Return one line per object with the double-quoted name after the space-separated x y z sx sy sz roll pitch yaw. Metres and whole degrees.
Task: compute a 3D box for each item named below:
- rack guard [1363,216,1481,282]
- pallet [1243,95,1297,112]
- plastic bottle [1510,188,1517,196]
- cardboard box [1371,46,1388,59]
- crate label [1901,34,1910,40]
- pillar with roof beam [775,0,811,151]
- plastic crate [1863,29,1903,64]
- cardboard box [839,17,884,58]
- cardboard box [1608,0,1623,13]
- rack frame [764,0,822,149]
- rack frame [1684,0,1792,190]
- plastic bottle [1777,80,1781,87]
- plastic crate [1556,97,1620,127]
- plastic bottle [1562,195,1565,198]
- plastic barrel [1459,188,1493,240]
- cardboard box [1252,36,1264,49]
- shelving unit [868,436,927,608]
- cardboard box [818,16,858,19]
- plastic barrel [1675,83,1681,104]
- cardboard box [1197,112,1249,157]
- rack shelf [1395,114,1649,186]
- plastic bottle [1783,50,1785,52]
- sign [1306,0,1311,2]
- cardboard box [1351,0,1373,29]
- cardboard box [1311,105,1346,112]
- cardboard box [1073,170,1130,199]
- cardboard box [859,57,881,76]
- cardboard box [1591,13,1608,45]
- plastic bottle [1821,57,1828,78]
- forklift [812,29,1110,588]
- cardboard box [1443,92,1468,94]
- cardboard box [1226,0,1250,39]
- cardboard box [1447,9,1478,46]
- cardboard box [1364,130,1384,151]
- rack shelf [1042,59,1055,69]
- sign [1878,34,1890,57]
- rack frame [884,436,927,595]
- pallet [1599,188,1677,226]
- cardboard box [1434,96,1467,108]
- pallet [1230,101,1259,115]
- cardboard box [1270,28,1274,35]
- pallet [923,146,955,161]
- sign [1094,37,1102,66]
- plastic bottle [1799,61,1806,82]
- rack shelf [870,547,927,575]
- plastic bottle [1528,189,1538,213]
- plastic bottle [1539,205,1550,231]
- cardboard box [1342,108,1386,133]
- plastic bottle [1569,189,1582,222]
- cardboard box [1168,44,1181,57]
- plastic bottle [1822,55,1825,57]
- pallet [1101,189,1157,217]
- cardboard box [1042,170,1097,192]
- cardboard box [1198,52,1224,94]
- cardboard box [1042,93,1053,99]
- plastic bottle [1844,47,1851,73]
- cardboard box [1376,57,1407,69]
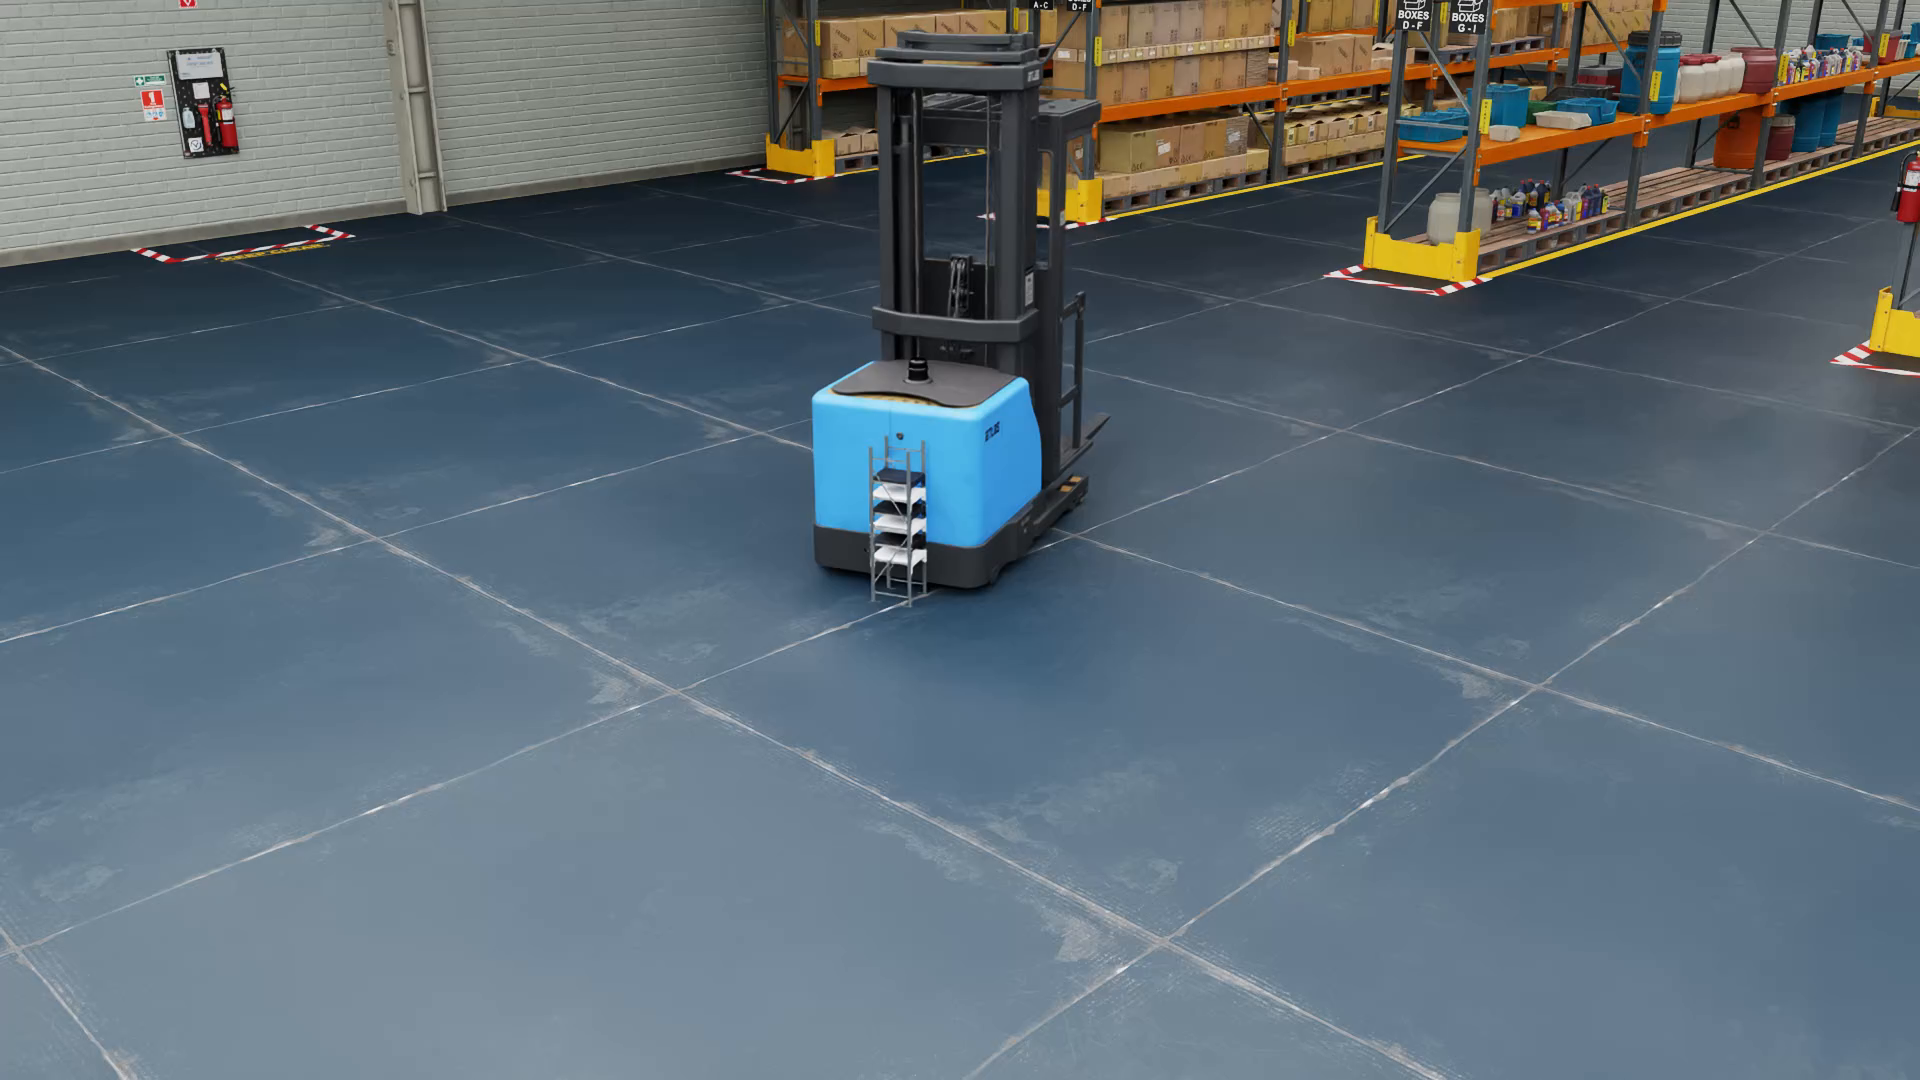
4.785 -3.032 17.266 1.175 0.500 0.348 19 28 41 "rack guard"
5.554 -8.213 31.148 1.003 0.211 1.213 19 28 41 "pallet"
6.419 -3.949 19.340 0.133 0.283 0.061 -19 28 -40 "plastic bottle"
6.037 -7.241 24.858 0.500 0.311 0.500 19 28 40 "cardboard box"
15.519 -8.249 27.505 0.416 0.233 0.303 19 28 41 "crate label"
0.620 -8.766 20.339 9.100 9.000 0.400 19 28 41 "pillar with roof beam"
13.939 -7.477 25.173 0.402 0.464 0.583 19 28 41 "plastic crate"
-1.432 -7.108 23.524 0.500 0.500 0.500 19 28 41 "cardboard box"
11.199 -9.455 28.959 0.500 0.500 0.500 -19 28 -40 "cardboard box"
-2.333 -6.647 23.187 1.000 3.000 0.127 19 28 41 "rack frame"
10.346 -6.224 22.086 1.000 3.000 0.127 19 28 41 "rack frame"
10.880 -6.196 22.187 0.152 0.276 0.135 19 28 41 "plastic bottle"
6.978 -4.774 18.521 0.499 0.251 0.616 19 28 41 "plastic crate"
6.863 -3.782 18.906 0.061 0.283 0.133 19 28 41 "plastic bottle"
5.519 -3.519 17.932 0.421 0.512 0.421 0 21 0 "plastic barrel"
3.799 -6.599 22.019 0.380 0.149 0.250 19 28 40 "cardboard box"
-0.337 -0.096 9.071 0.258 0.900 0.210 8 23 20 "shelving unit"
-1.798 -7.238 23.860 0.500 0.500 0.500 -20 29 -41 "cardboard box"
8.589 -5.433 20.221 0.301 0.262 0.301 0 21 0 "plastic barrel"
3.485 -5.399 22.143 0.500 0.500 0.500 19 28 41 "cardboard box"
6.161 -4.346 18.203 1.077 0.370 4.000 19 28 41 "rack shelf"
11.956 -6.982 24.221 0.061 0.283 0.133 19 28 41 "plastic bottle"
6.434 -10.102 30.672 0.100 0.325 0.005 19 28 41 "sign"
7.442 -10.383 32.489 0.980 0.700 0.700 18 27 38 "cardboard box"
5.506 -6.310 24.776 0.500 0.311 0.500 18 28 39 "cardboard box"
1.753 -4.403 20.596 0.500 0.250 0.500 19 28 41 "cardboard box"
-1.413 -6.769 23.687 0.500 0.250 0.500 18 28 39 "cardboard box"
10.847 -8.863 28.813 0.500 0.500 0.500 19 28 40 "cardboard box"
12.102 -6.627 23.297 0.061 0.283 0.133 19 28 41 "plastic bottle"
0.185 -1.598 10.146 1.130 2.935 3.031 8 23 20 "forklift"
8.007 -7.072 27.163 0.500 0.500 0.500 18 27 39 "cardboard box"
3.353 -6.843 21.749 0.700 0.500 0.500 19 28 41 "cardboard box"
7.933 -8.085 26.203 0.500 0.500 0.700 -14 25 -32 "cardboard box"
5.898 -5.919 24.540 0.500 0.250 0.500 -19 28 -41 "cardboard box"
1.853 -7.853 27.329 1.077 0.370 4.000 19 28 41 "rack shelf"
13.530 -7.243 24.352 0.100 0.325 0.005 19 28 41 "sign"
-0.299 -0.130 9.159 0.240 0.900 0.006 8 23 20 "rack frame"
8.076 -4.106 20.462 1.003 0.211 1.213 19 28 41 "pallet"
7.683 -6.685 26.156 0.500 0.500 0.500 18 27 39 "cardboard box"
4.703 -7.898 30.328 1.003 0.211 1.213 19 28 41 "pallet"
5.491 -9.257 30.301 0.380 0.149 0.250 19 28 41 "cardboard box"
-0.837 -5.877 25.071 1.003 0.211 1.213 19 28 41 "pallet"
1.613 -5.709 19.429 0.100 0.325 0.005 19 28 41 "sign"
11.490 -6.401 22.710 0.061 0.283 0.133 19 28 41 "plastic bottle"
-0.337 0.103 9.148 0.258 0.077 0.200 8 23 20 "rack shelf"
6.681 -3.956 19.377 0.097 0.271 0.097 0 21 0 "plastic bottle"
6.424 -3.547 18.294 0.133 0.283 0.061 -20 28 -41 "plastic bottle"
5.899 -6.178 24.433 0.500 0.311 0.500 19 28 40 "cardboard box"
6.954 -3.794 18.845 0.144 0.351 0.185 19 28 40 "plastic bottle"
2.544 -6.136 20.815 0.380 0.149 0.250 19 28 40 "cardboard box"
12.290 -6.778 23.708 0.097 0.271 0.097 0 21 0 "plastic bottle"
1.723 -4.314 21.003 1.003 0.211 1.213 19 28 41 "pallet"
1.381 -4.532 20.933 0.500 0.250 0.500 19 28 41 "cardboard box"
2.988 -6.102 21.630 0.500 0.500 0.700 -20 28 -41 "cardboard box"
1.284 -7.052 27.113 0.700 0.500 0.500 19 28 40 "cardboard box"
12.730 -6.911 23.942 0.144 0.351 0.185 19 28 41 "plastic bottle"
6.370 -7.047 24.578 0.380 0.149 0.250 19 28 41 "cardboard box"
